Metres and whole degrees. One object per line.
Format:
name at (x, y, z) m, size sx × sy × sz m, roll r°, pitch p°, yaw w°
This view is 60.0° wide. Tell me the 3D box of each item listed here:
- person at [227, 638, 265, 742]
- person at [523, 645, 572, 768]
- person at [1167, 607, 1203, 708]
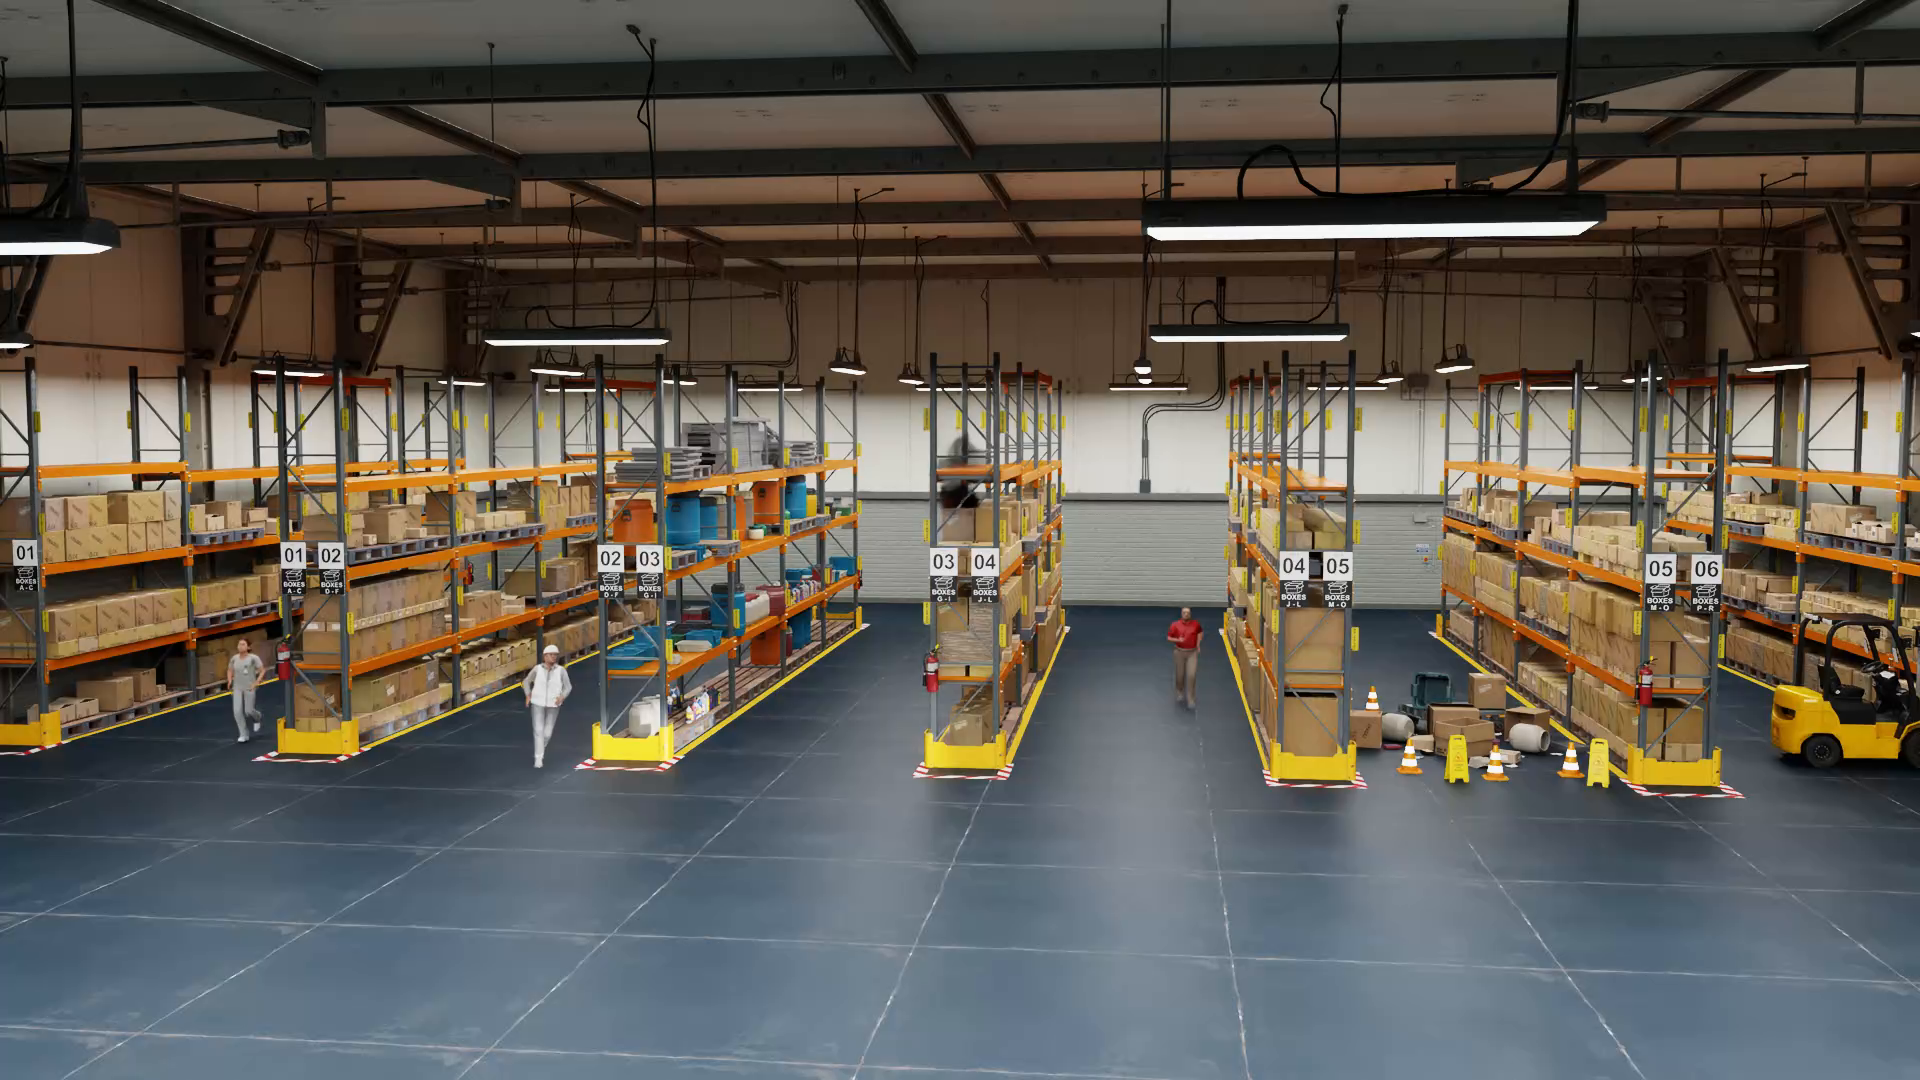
person at (-11.229, 2.334, 26.163) m, size 0.592 × 1.627 × 0.664 m, roll 0°, pitch 4°, yaw -2°
person at (-6.062, 2.417, 24.448) m, size 0.695 × 1.753 × 0.726 m, roll -1°, pitch 4°, yaw -16°
person at (3.980, 2.039, 29.326) m, size 0.664 × 1.726 × 0.924 m, roll 0°, pitch 4°, yaw 1°
